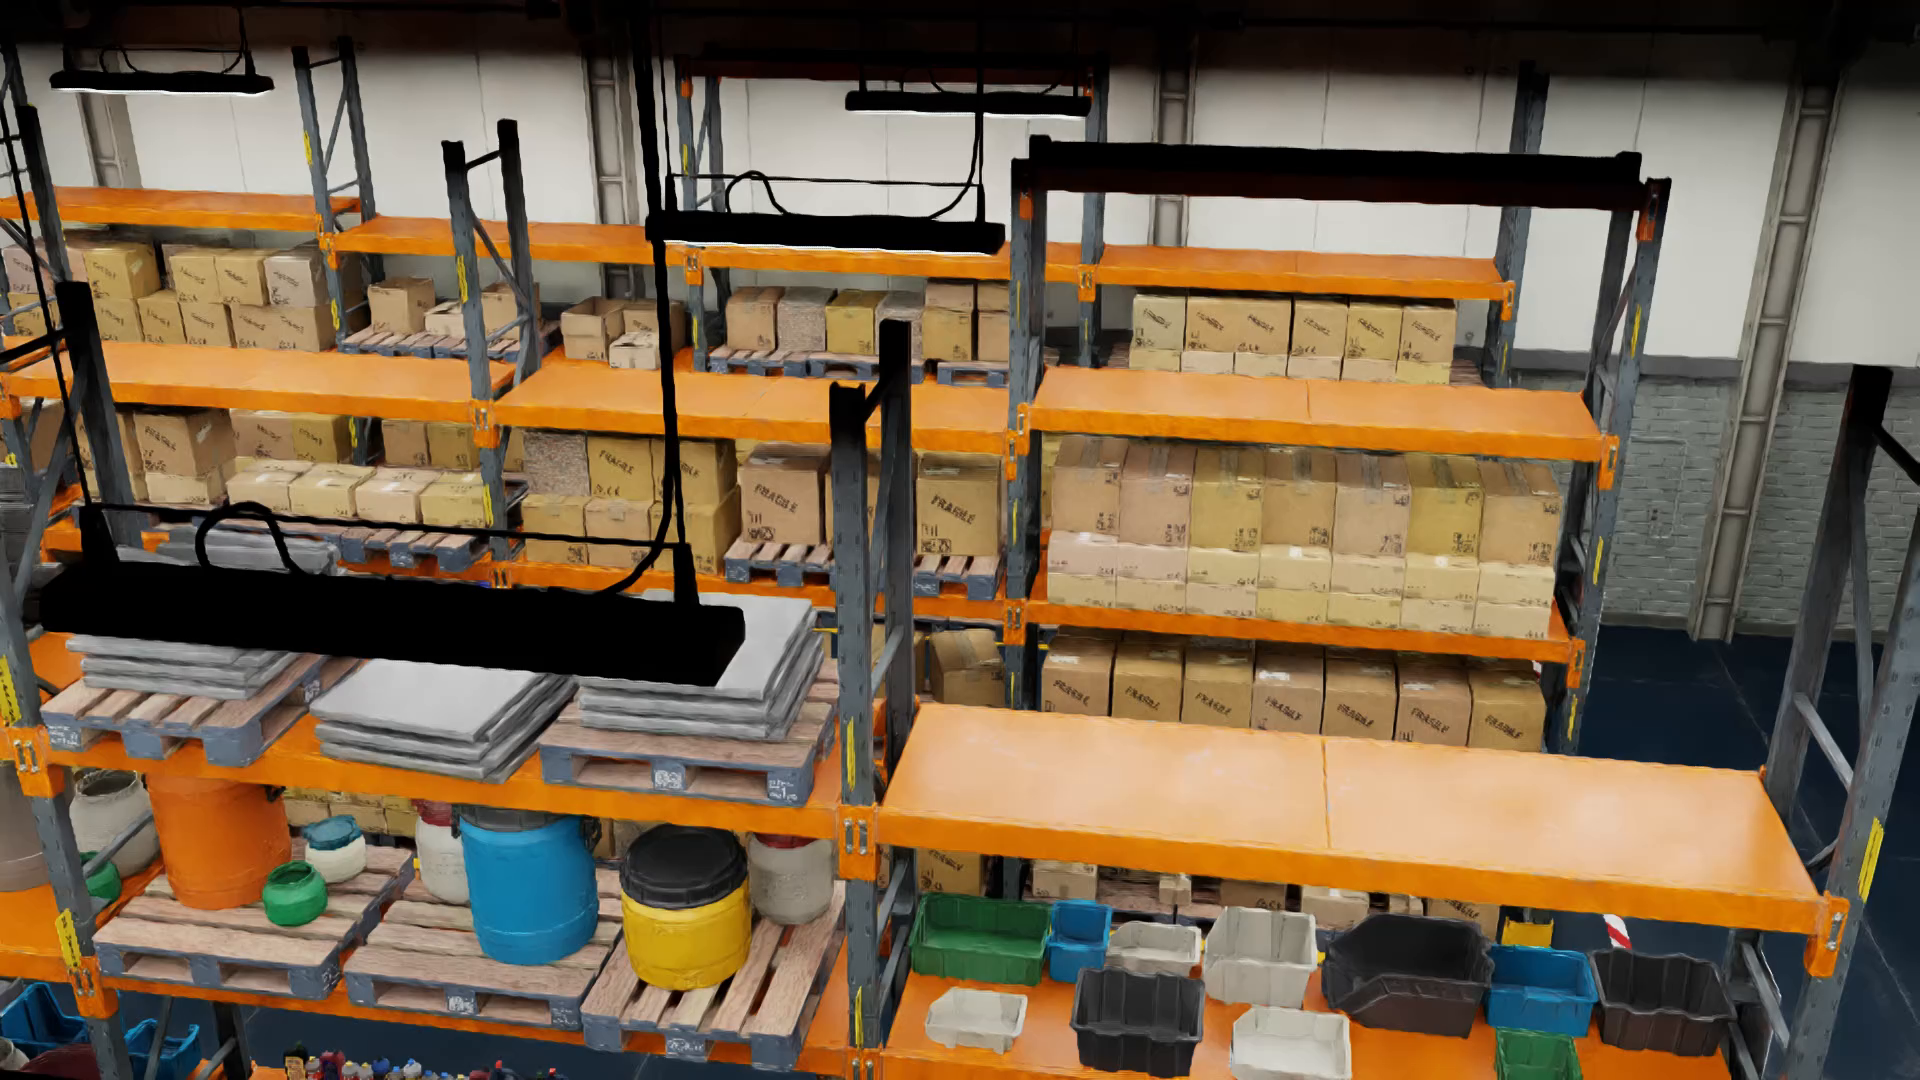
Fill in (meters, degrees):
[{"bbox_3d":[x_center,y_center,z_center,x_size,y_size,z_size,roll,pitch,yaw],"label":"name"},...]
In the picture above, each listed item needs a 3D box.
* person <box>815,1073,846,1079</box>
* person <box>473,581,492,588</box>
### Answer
[{"bbox_3d":[-0.718,3.213,10.619,0.542,1.715,0.682,3,23,7],"label":"person"},{"bbox_3d":[-4.565,0.777,16.493,0.518,1.604,0.592,3,23,7],"label":"person"}]
